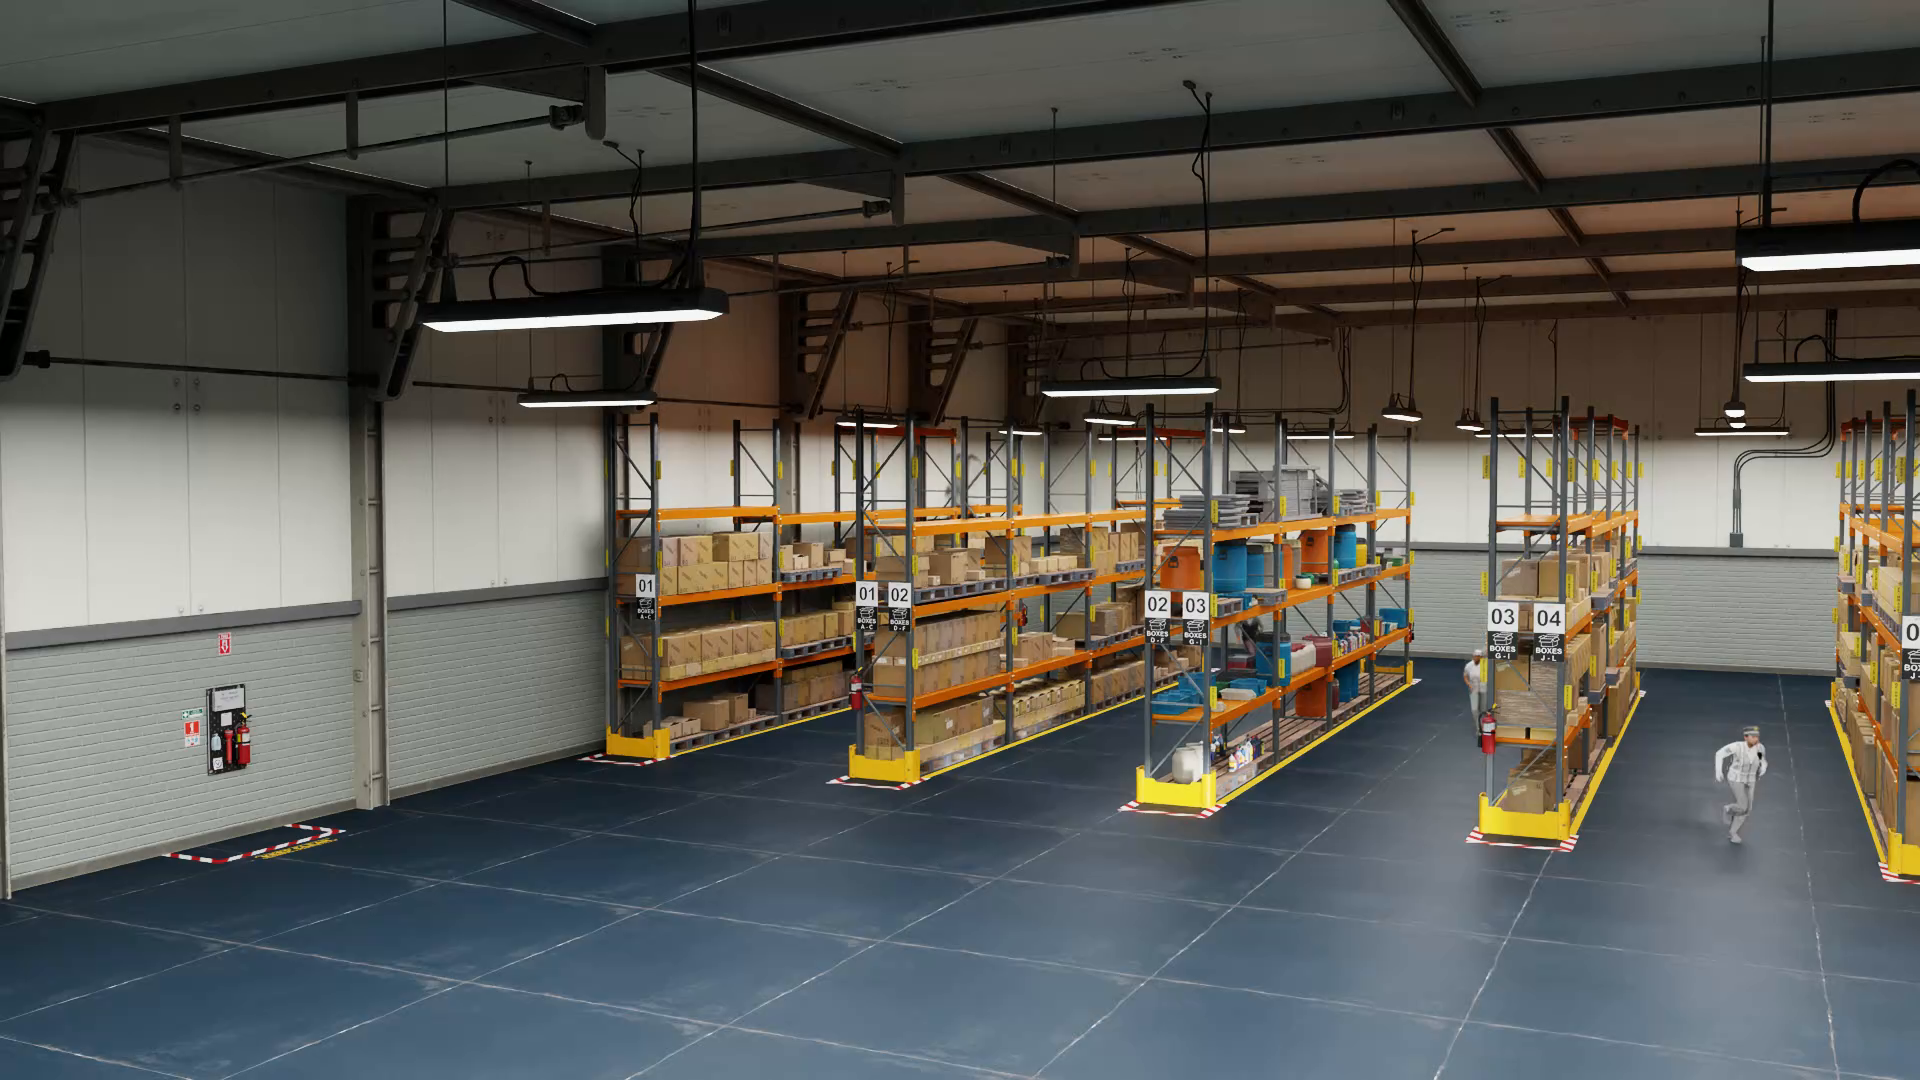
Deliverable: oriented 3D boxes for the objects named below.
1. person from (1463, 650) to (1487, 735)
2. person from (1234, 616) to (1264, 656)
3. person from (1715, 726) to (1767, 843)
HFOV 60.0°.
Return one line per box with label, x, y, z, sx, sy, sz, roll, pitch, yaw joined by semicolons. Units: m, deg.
person;9.900;2.892;31.670;0.631;1.631;0.672;1;3;22
person;7.023;2.455;40.310;0.738;1.701;0.858;0;2;3
person;10.524;3.268;22.331;0.604;1.616;0.669;0;2;-9
